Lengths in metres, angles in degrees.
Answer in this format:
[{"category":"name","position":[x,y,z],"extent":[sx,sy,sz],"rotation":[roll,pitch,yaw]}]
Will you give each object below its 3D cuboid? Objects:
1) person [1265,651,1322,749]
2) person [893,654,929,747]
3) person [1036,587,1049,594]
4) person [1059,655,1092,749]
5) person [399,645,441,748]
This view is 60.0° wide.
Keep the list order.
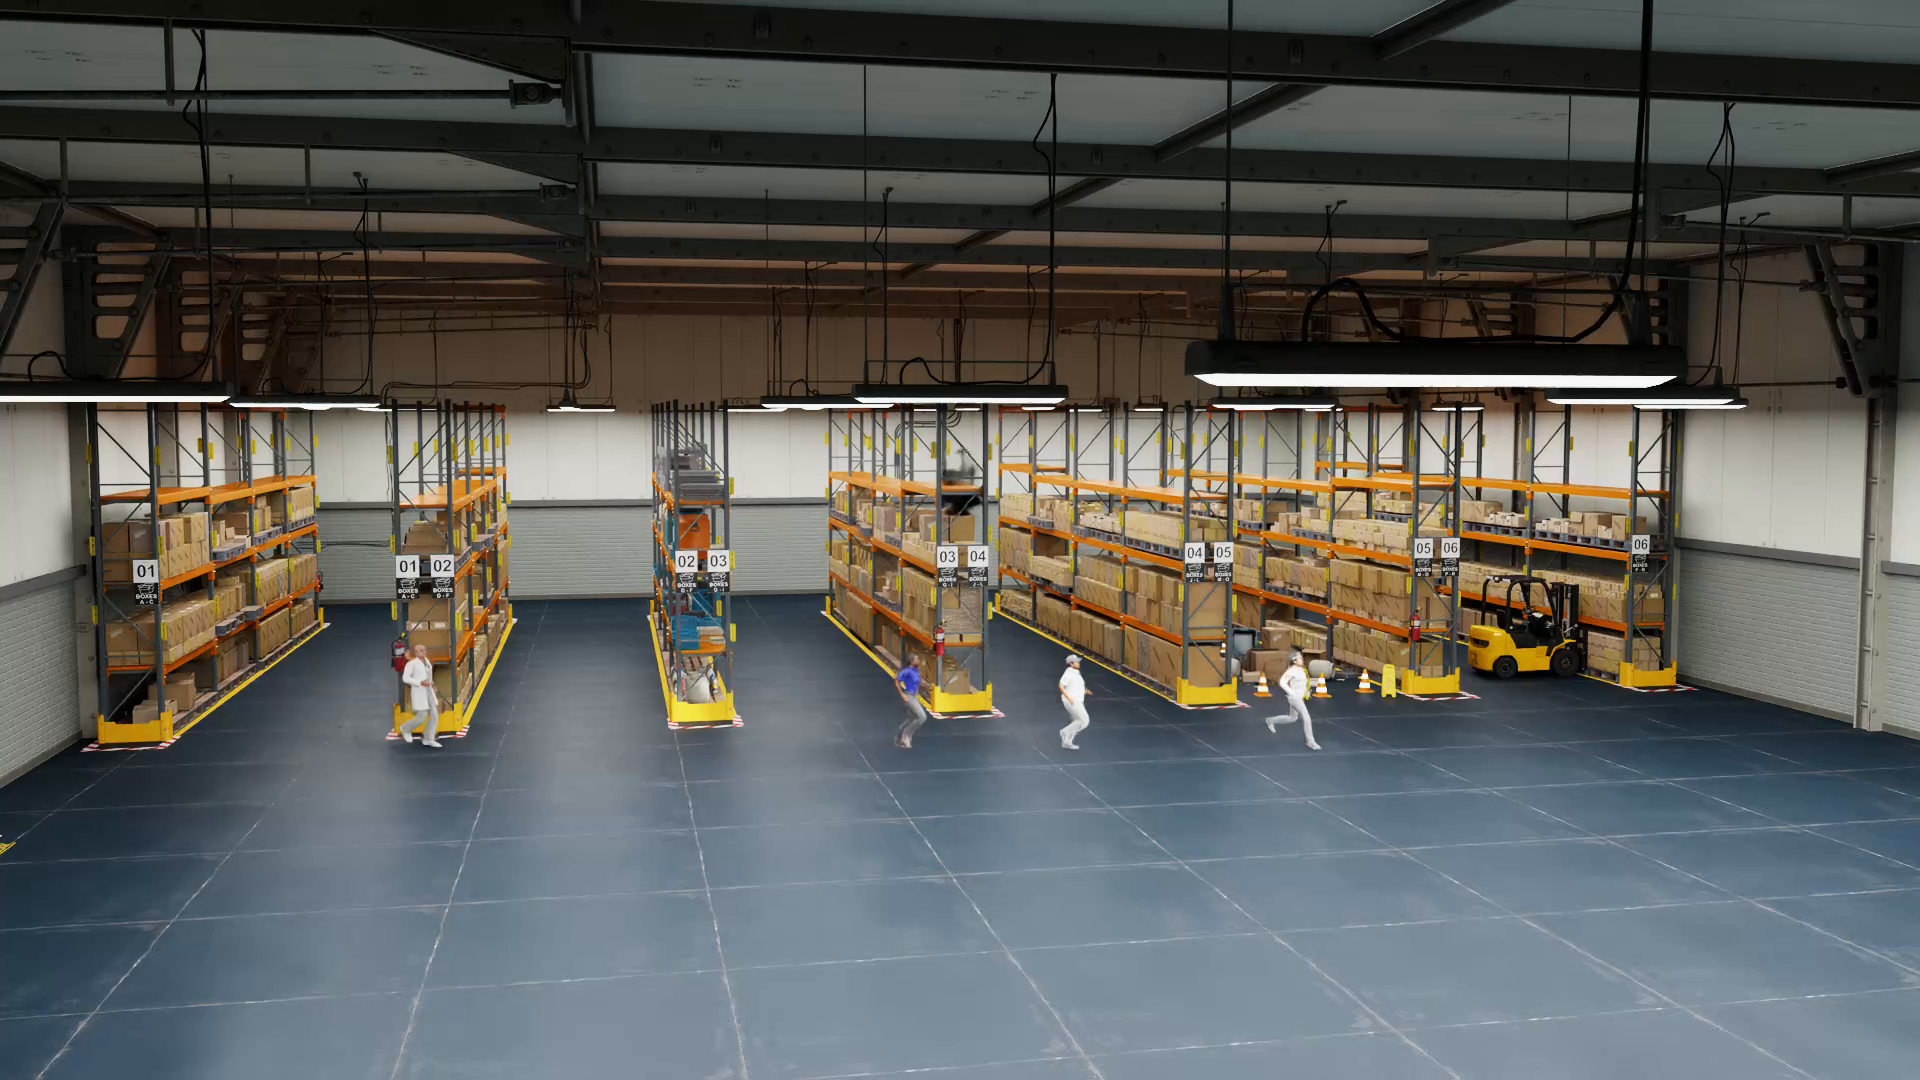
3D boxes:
[{"category":"person","position":[5.773,2.746,28.702],"extent":[1.011,1.695,0.591],"rotation":[2,5,24]},{"category":"person","position":[-0.830,2.759,28.572],"extent":[0.639,1.598,0.573],"rotation":[1,4,13]},{"category":"person","position":[2.289,1.050,50.263],"extent":[0.975,1.781,0.669],"rotation":[0,4,-4]},{"category":"person","position":[1.985,2.770,28.422],"extent":[0.535,1.625,0.599],"rotation":[1,4,12]},{"category":"person","position":[-9.327,2.690,28.688],"extent":[0.796,1.781,0.707],"rotation":[2,5,25]}]
